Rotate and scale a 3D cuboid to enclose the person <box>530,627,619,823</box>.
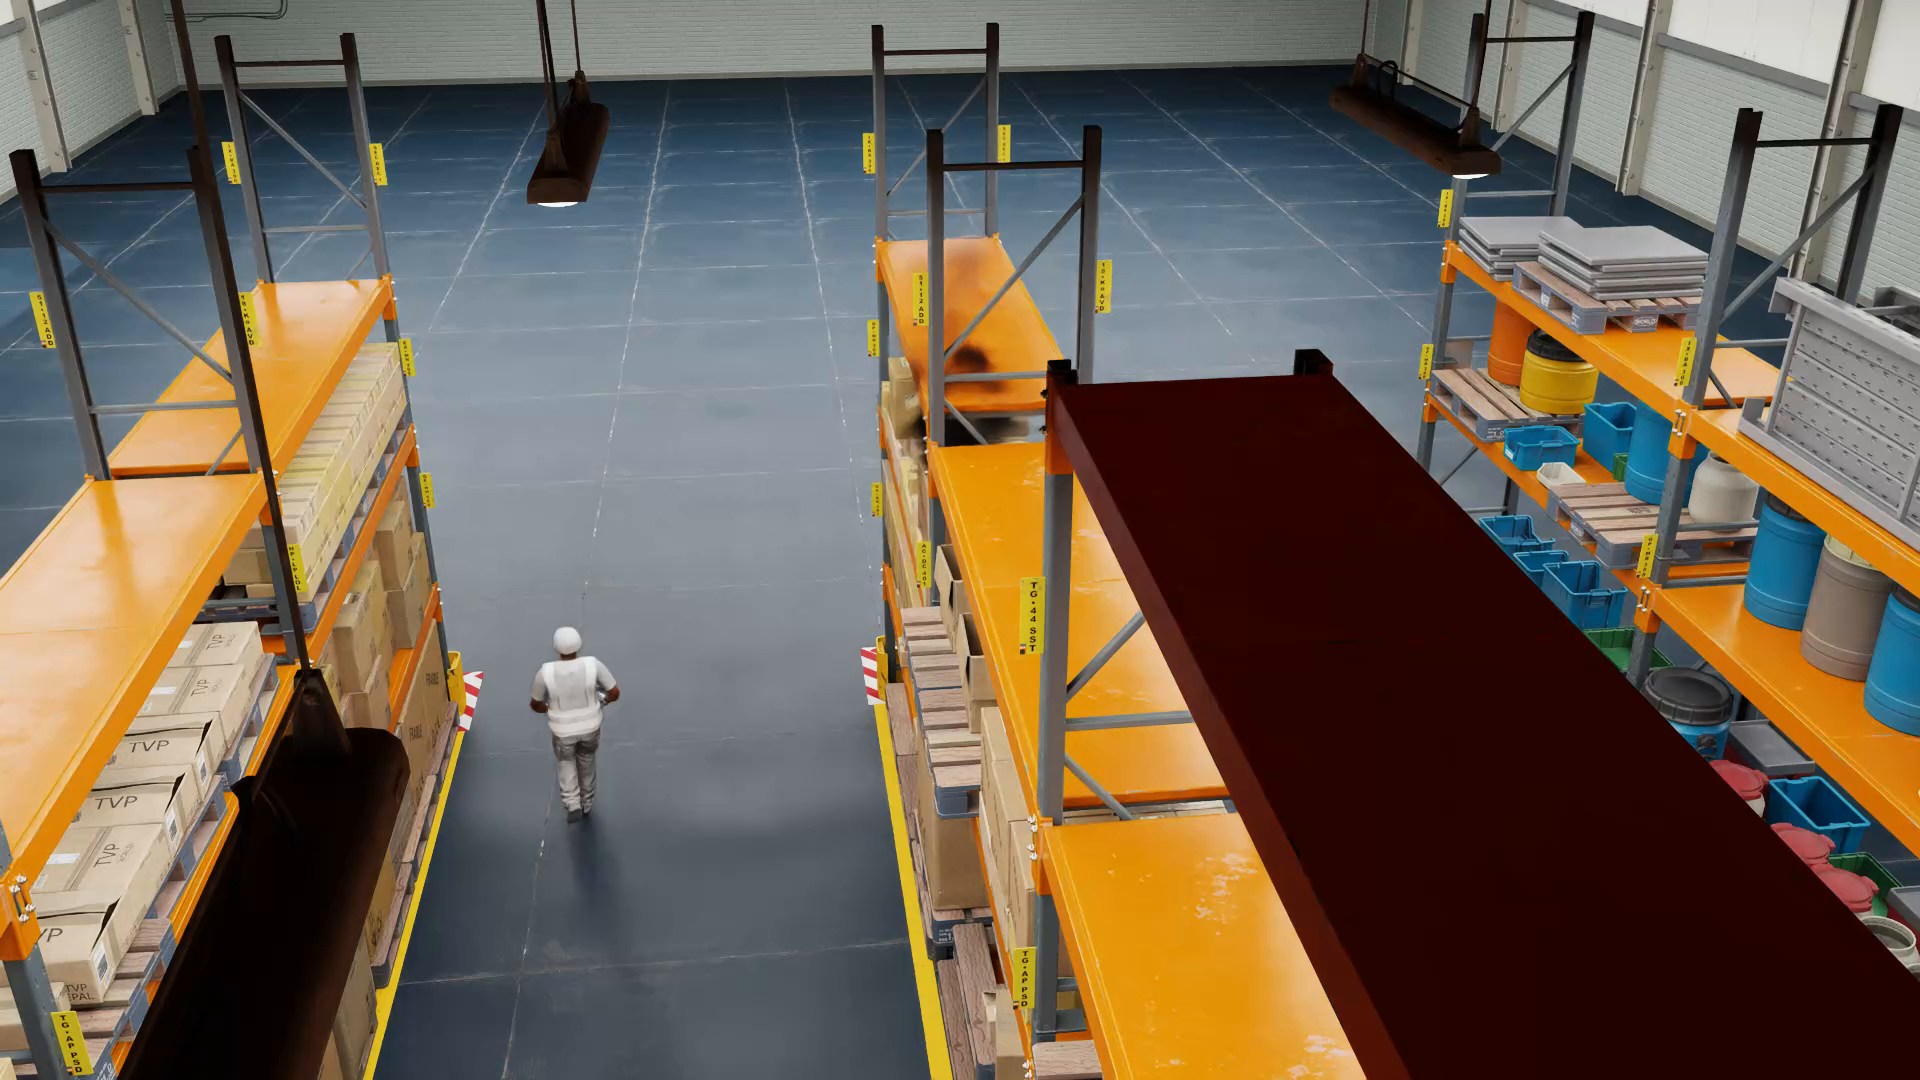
[{"bbox_3d":[-3.064,1.489,13.336,0.691,1.749,0.684,-8,27,-15],"label":"person"}]
